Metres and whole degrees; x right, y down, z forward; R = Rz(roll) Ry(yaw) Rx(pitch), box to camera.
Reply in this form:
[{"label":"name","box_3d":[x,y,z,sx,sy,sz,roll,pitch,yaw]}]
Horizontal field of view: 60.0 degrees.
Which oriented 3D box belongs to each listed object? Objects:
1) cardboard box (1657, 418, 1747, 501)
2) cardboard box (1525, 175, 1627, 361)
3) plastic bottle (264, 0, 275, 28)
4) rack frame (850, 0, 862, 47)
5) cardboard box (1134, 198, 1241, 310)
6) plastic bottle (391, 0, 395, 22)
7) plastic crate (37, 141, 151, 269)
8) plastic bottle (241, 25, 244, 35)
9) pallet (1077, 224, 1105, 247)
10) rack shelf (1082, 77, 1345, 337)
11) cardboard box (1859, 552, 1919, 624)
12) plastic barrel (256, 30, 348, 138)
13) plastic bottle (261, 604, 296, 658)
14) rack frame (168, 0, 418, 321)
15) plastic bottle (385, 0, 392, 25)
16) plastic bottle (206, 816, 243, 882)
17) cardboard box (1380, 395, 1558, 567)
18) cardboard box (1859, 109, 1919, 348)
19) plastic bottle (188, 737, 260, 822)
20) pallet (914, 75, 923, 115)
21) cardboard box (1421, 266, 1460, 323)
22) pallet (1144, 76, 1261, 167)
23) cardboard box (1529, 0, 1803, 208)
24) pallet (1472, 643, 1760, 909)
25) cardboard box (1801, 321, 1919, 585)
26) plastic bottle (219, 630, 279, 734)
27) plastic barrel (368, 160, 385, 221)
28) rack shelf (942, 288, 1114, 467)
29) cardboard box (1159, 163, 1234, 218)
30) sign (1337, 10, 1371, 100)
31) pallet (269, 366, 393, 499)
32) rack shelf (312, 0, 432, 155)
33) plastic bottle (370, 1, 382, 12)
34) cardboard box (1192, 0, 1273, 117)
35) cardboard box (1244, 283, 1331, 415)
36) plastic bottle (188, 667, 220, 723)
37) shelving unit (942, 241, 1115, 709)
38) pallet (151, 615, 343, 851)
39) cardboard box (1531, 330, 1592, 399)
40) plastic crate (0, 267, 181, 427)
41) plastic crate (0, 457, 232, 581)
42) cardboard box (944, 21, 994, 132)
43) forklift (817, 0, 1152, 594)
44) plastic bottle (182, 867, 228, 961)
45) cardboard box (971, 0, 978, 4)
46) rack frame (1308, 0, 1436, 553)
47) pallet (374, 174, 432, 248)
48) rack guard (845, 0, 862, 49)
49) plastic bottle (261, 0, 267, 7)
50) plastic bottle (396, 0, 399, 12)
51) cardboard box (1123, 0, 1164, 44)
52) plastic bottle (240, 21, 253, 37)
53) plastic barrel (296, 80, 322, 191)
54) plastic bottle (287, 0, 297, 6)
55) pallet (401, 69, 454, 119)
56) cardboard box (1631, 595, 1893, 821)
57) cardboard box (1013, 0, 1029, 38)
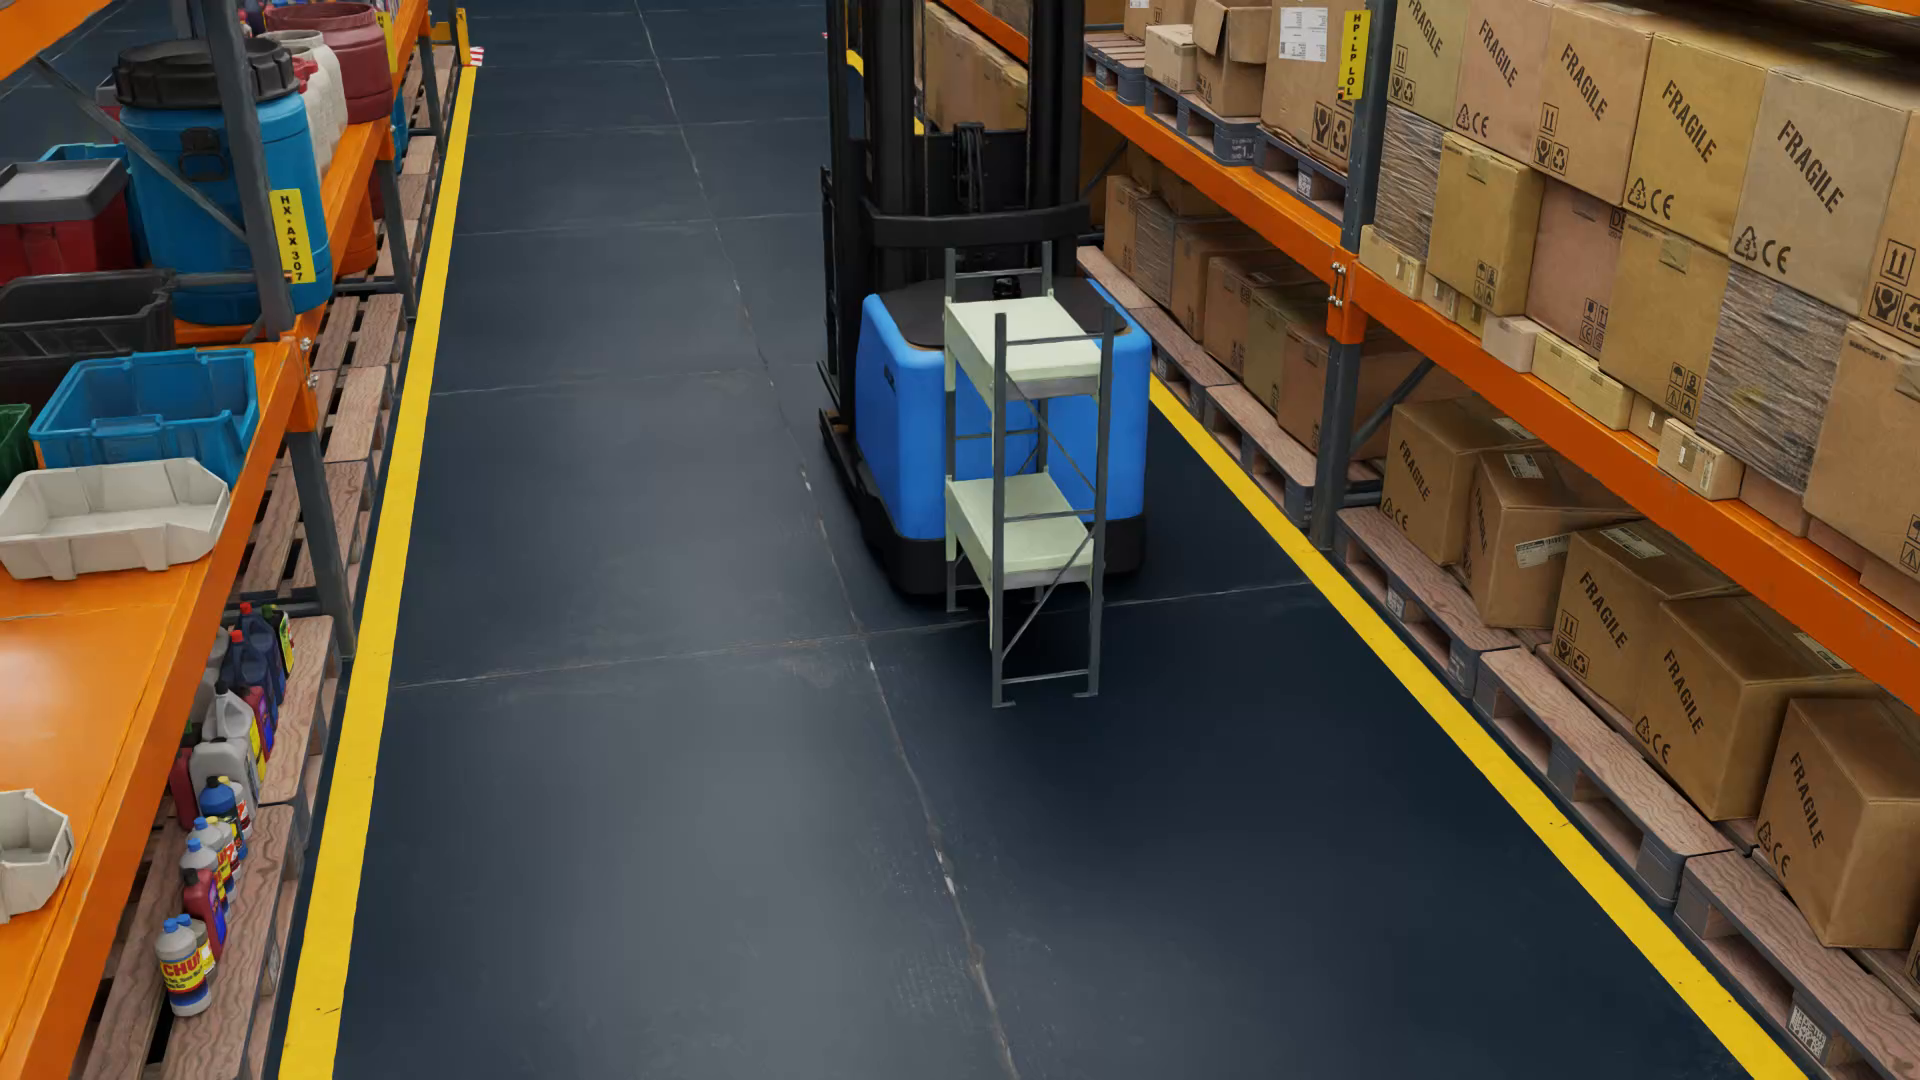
[{"label":"cardboard box","box_3d":[2.213,-0.244,4.682,0.380,0.149,0.250,-6,27,-12]},{"label":"cardboard box","box_3d":[2.347,-0.901,5.265,0.875,0.500,0.500,-6,27,-12]},{"label":"plastic bottle","box_3d":[-4.376,-3.292,10.574,0.061,0.283,0.133,-6,27,-12]},{"label":"rack frame","box_3d":[-0.687,-6.628,17.052,1.000,3.000,0.127,-6,27,-12]},{"label":"cardboard box","box_3d":[1.424,-1.662,9.500,0.700,0.500,0.500,-8,28,-16]},{"label":"plastic bottle","box_3d":[-3.929,-3.651,11.375,0.097,0.201,0.097,0,27,0]},{"label":"plastic crate","box_3d":[-3.360,-1.302,6.519,0.392,0.384,0.575,-6,27,-12]},{"label":"plastic bottle","box_3d":[-4.365,-3.014,10.036,0.097,0.271,0.097,0,27,0]},{"label":"pallet","box_3d":[1.011,-2.225,11.423,1.003,0.211,1.213,-6,27,-12]},{"label":"rack shelf","box_3d":[1.566,-1.917,8.517,1.077,0.370,4.000,-6,27,-12]},{"label":"cardboard box","box_3d":[2.450,0.079,4.044,0.380,0.149,0.250,-6,27,-12]},{"label":"plastic barrel","box_3d":[-3.270,-2.233,8.221,0.421,0.512,0.421,0,27,0]},{"label":"plastic bottle","box_3d":[-2.423,0.324,5.897,0.097,0.201,0.097,0,27,0]},{"label":"rack frame","box_3d":[-3.710,-2.613,9.098,1.000,3.000,0.127,-6,27,-12]},{"label":"plastic bottle","box_3d":[-3.832,-3.537,11.058,0.061,0.283,0.133,-6,27,-12]},{"label":"plastic bottle","box_3d":[-2.134,0.887,4.782,0.097,0.201,0.097,0,27,0]},{"label":"cardboard box","box_3d":[2.068,-0.252,6.728,0.500,0.500,0.500,-7,28,-13]},{"label":"cardboard box","box_3d":[2.435,-0.663,3.683,0.500,0.500,0.500,-6,27,-12]},{"label":"plastic bottle","box_3d":[-2.234,0.714,5.041,0.152,0.276,0.135,-5,27,-11]},{"label":"pallet","box_3d":[0.119,-3.969,14.879,1.003,0.211,1.213,-6,27,-12]},{"label":"cardboard box","box_3d":[1.899,-0.905,5.992,0.380,0.149,0.250,-6,27,-12]},{"label":"pallet","box_3d":[1.602,-2.165,8.424,1.003,0.211,1.213,-6,27,-12]},{"label":"cardboard box","box_3d":[2.097,-1.321,4.988,0.500,0.500,0.500,-6,27,-12]},{"label":"pallet","box_3d":[2.481,0.713,5.603,1.003,0.211,1.213,-6,27,-12]},{"label":"cardboard box","box_3d":[2.592,-0.233,3.941,0.875,0.500,0.500,-6,27,-12]},{"label":"plastic bottle","box_3d":[-2.339,0.467,5.447,0.144,0.351,0.185,-7,28,-14]},{"label":"plastic barrel","box_3d":[-4.091,-2.433,10.951,0.600,0.588,0.708,-6,27,-12]},{"label":"rack shelf","box_3d":[0.226,-0.590,5.888,0.431,0.370,0.720,-6,27,-12]},{"label":"cardboard box","box_3d":[1.425,-2.008,9.353,0.500,0.250,0.500,-3,27,-6]},{"label":"sign","box_3d":[1.477,-1.819,6.239,0.100,0.325,0.005,-6,27,-12]},{"label":"pallet","box_3d":[-3.302,-0.489,7.985,1.003,0.211,1.213,-6,27,-12]},{"label":"rack shelf","box_3d":[-4.161,-3.170,10.999,1.077,0.370,4.000,-6,27,-12]},{"label":"plastic bottle","box_3d":[-3.752,-3.339,10.679,0.097,0.271,0.097,0,27,0]},{"label":"cardboard box","box_3d":[1.536,-2.345,7.986,0.797,0.503,0.637,-3,27,-6]},{"label":"cardboard box","box_3d":[1.811,-0.923,8.036,0.700,0.500,0.500,-6,27,-12]},{"label":"plastic bottle","box_3d":[-2.478,0.527,5.412,0.152,0.276,0.135,-6,27,-12]},{"label":"shelving unit","box_3d":[0.226,-0.241,6.064,0.431,1.500,0.755,-6,27,-12]},{"label":"pallet","box_3d":[-2.698,0.687,5.654,1.003,0.211,1.213,-6,27,-12]},{"label":"cardboard box","box_3d":[2.078,-0.576,5.342,0.380,0.149,0.250,-6,27,-12]},{"label":"plastic crate","box_3d":[-2.814,-0.586,5.152,0.767,0.338,0.504,-6,27,-12]},{"label":"plastic crate","box_3d":[-2.196,-0.052,4.317,0.530,0.136,0.437,-6,27,-12]},{"label":"cardboard box","box_3d":[0.580,-3.440,12.628,1.225,0.875,0.875,-7,28,-13]},{"label":"forklift","box_3d":[-0.072,-1.734,7.432,1.130,2.935,3.031,-6,27,-12]},{"label":"plastic bottle","box_3d":[-2.045,0.987,4.493,0.061,0.283,0.133,-5,27,-11]},{"label":"cardboard box","box_3d":[0.301,-4.249,12.228,0.500,0.500,0.500,-7,28,-13]},{"label":"rack frame","box_3d":[2.017,-1.360,6.615,1.000,3.000,0.127,-6,27,-12]},{"label":"pallet","box_3d":[-4.200,-2.244,11.462,1.003,0.211,1.213,-6,27,-12]},{"label":"rack guard","box_3d":[-0.693,-5.522,17.636,1.175,0.500,0.348,-6,27,-12]},{"label":"plastic bottle","box_3d":[-4.541,-3.441,10.792,0.144,0.351,0.185,-6,27,-12]},{"label":"plastic bottle","box_3d":[-4.044,-3.895,11.693,0.144,0.351,0.185,-6,27,-12]},{"label":"cardboard box","box_3d":[1.276,-3.115,9.515,0.500,0.500,0.500,-9,28,-18]},{"label":"plastic bottle","box_3d":[-4.431,-3.111,10.306,0.097,0.201,0.097,0,27,0]},{"label":"plastic barrel","box_3d":[-2.976,-1.682,7.102,0.433,0.535,0.433,0,27,0]},{"label":"plastic bottle","box_3d":[-4.500,-3.551,11.176,0.097,0.201,0.097,0,27,0]},{"label":"pallet","box_3d":[-5.093,-3.979,14.900,1.003,0.211,1.213,-6,27,-12]},{"label":"cardboard box","box_3d":[2.503,0.513,5.212,0.500,0.500,0.500,-3,27,-7]},{"label":"cardboard box","box_3d":[0.656,-3.571,10.886,0.500,0.500,0.500,-6,27,-12]}]
